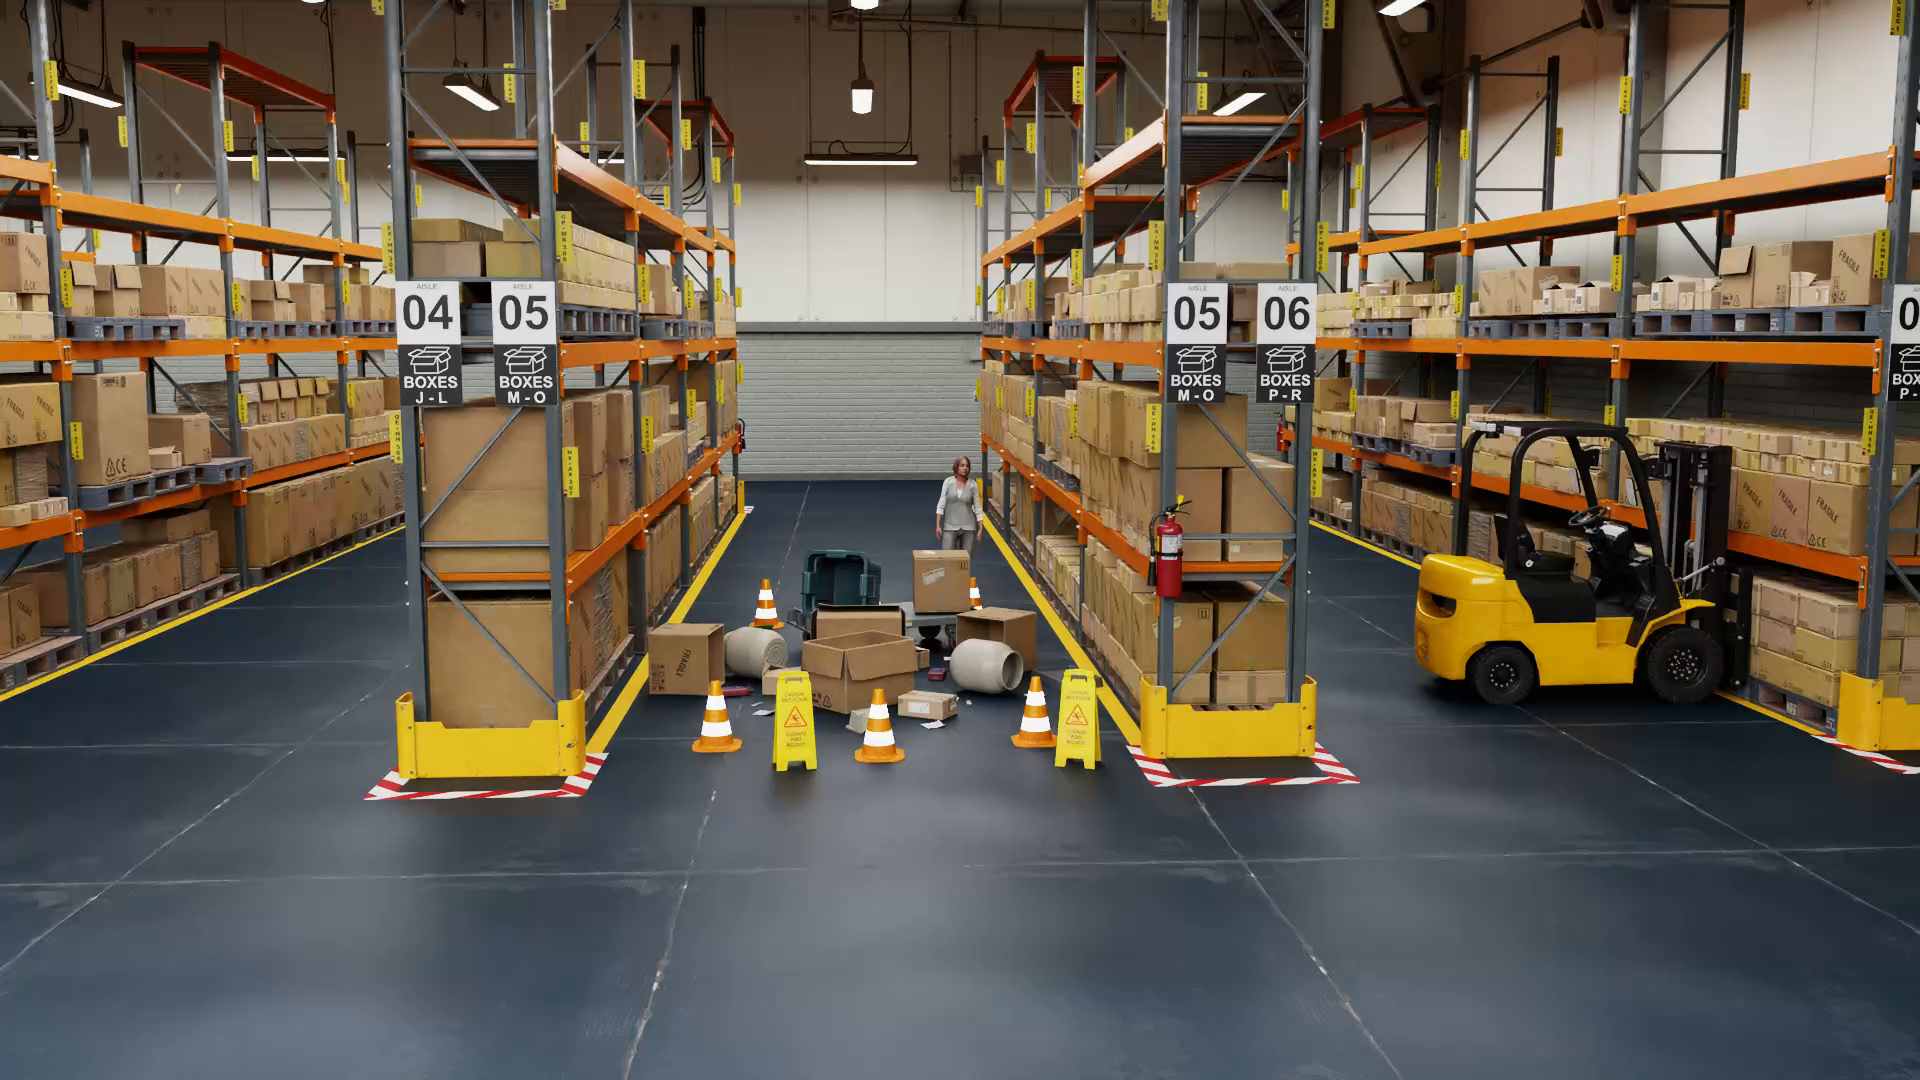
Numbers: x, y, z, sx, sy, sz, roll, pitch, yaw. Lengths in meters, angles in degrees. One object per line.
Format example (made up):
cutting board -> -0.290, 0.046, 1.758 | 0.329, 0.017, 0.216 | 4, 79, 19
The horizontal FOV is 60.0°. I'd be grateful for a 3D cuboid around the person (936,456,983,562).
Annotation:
person -> -0.009, -0.070, 17.318 | 0.520, 1.590, 0.475 | 0, 7, -4
